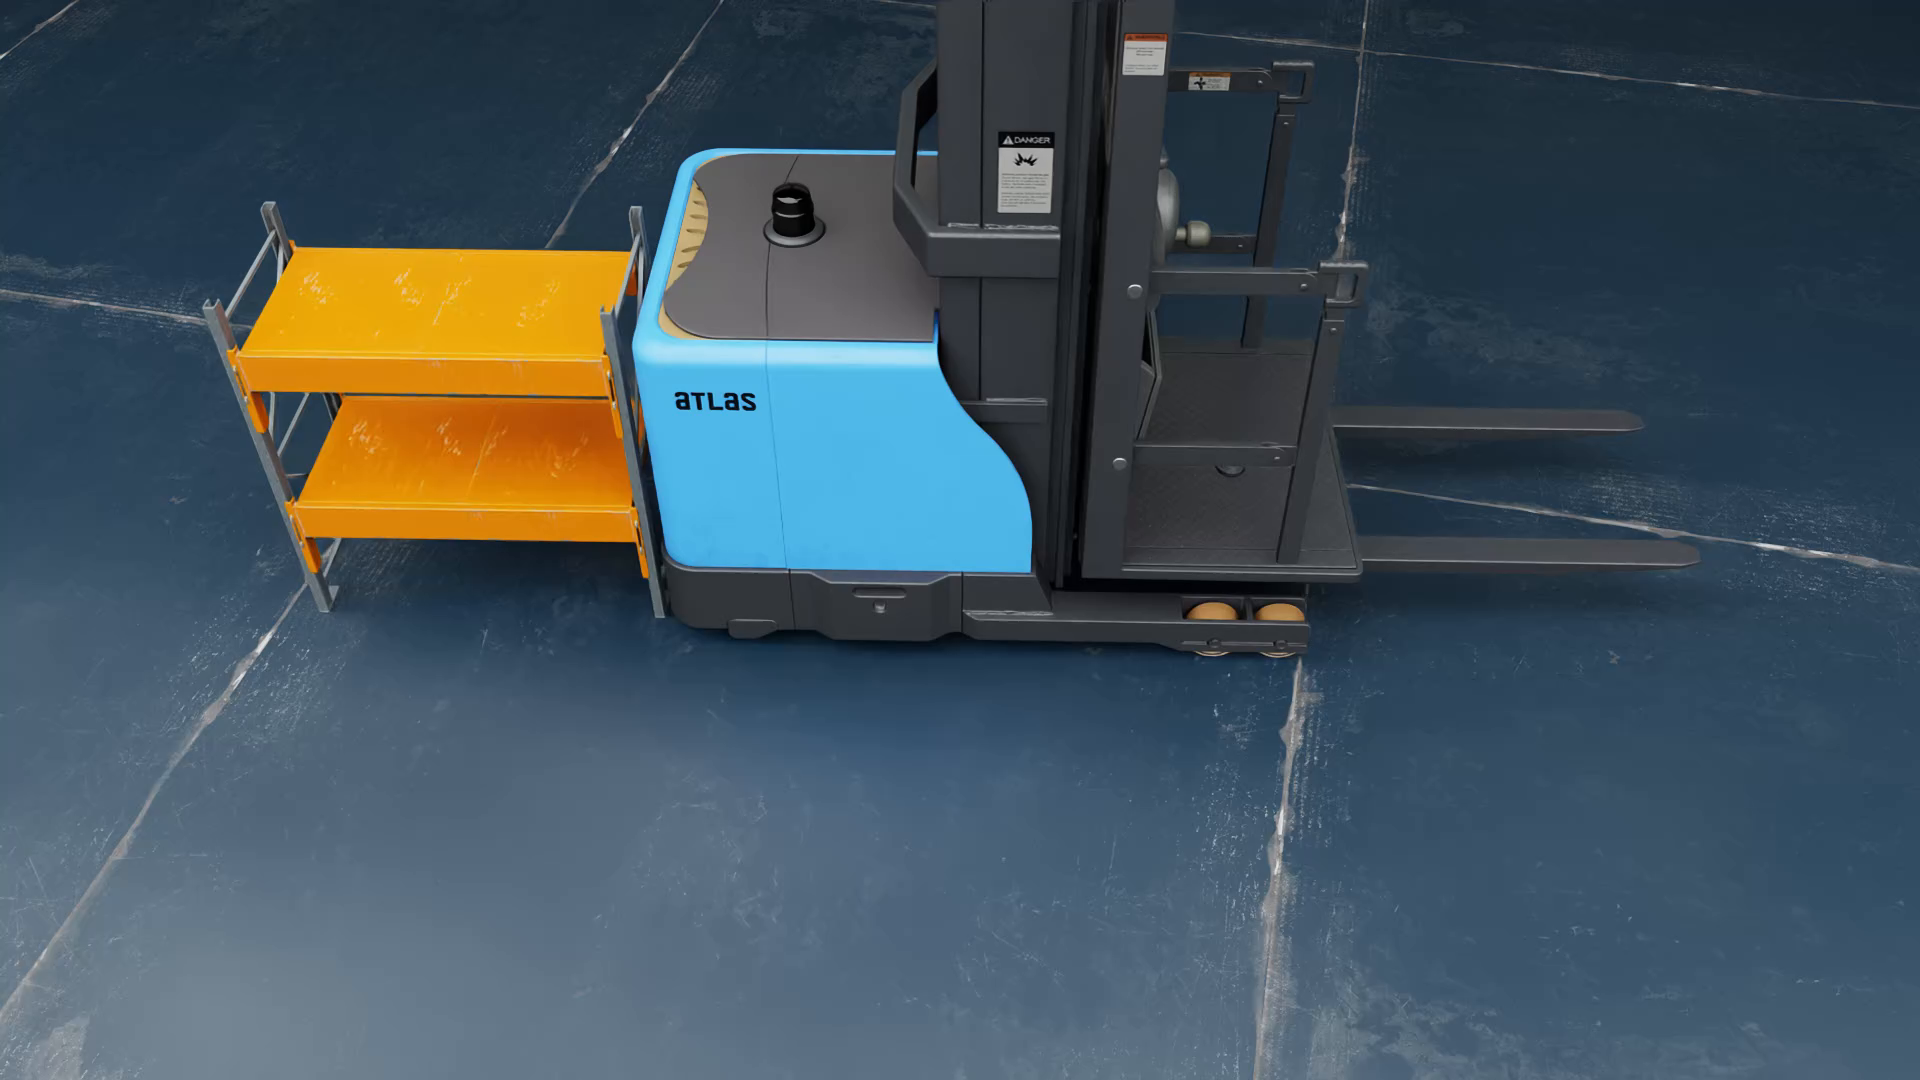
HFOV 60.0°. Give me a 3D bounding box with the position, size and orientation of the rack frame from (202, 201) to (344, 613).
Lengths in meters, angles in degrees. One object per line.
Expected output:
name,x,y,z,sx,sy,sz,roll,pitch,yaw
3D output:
rack frame,-1.913,-0.358,4.811,0.032,1.125,0.500,1,44,1

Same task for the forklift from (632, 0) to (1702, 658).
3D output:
forklift,0.664,-1.086,4.265,3.031,2.935,1.130,1,44,1

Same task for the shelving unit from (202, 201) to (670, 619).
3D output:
shelving unit,-1.405,-0.350,4.803,1.048,1.125,0.538,1,44,1

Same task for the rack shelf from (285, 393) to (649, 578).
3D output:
rack shelf,-1.405,-0.174,4.972,1.000,0.278,0.538,1,44,1

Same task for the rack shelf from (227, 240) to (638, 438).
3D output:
rack shelf,-1.405,-0.561,4.600,1.000,0.278,0.538,1,44,1

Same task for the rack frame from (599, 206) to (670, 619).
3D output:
rack frame,-0.897,-0.342,4.795,0.032,1.125,0.500,1,44,1
